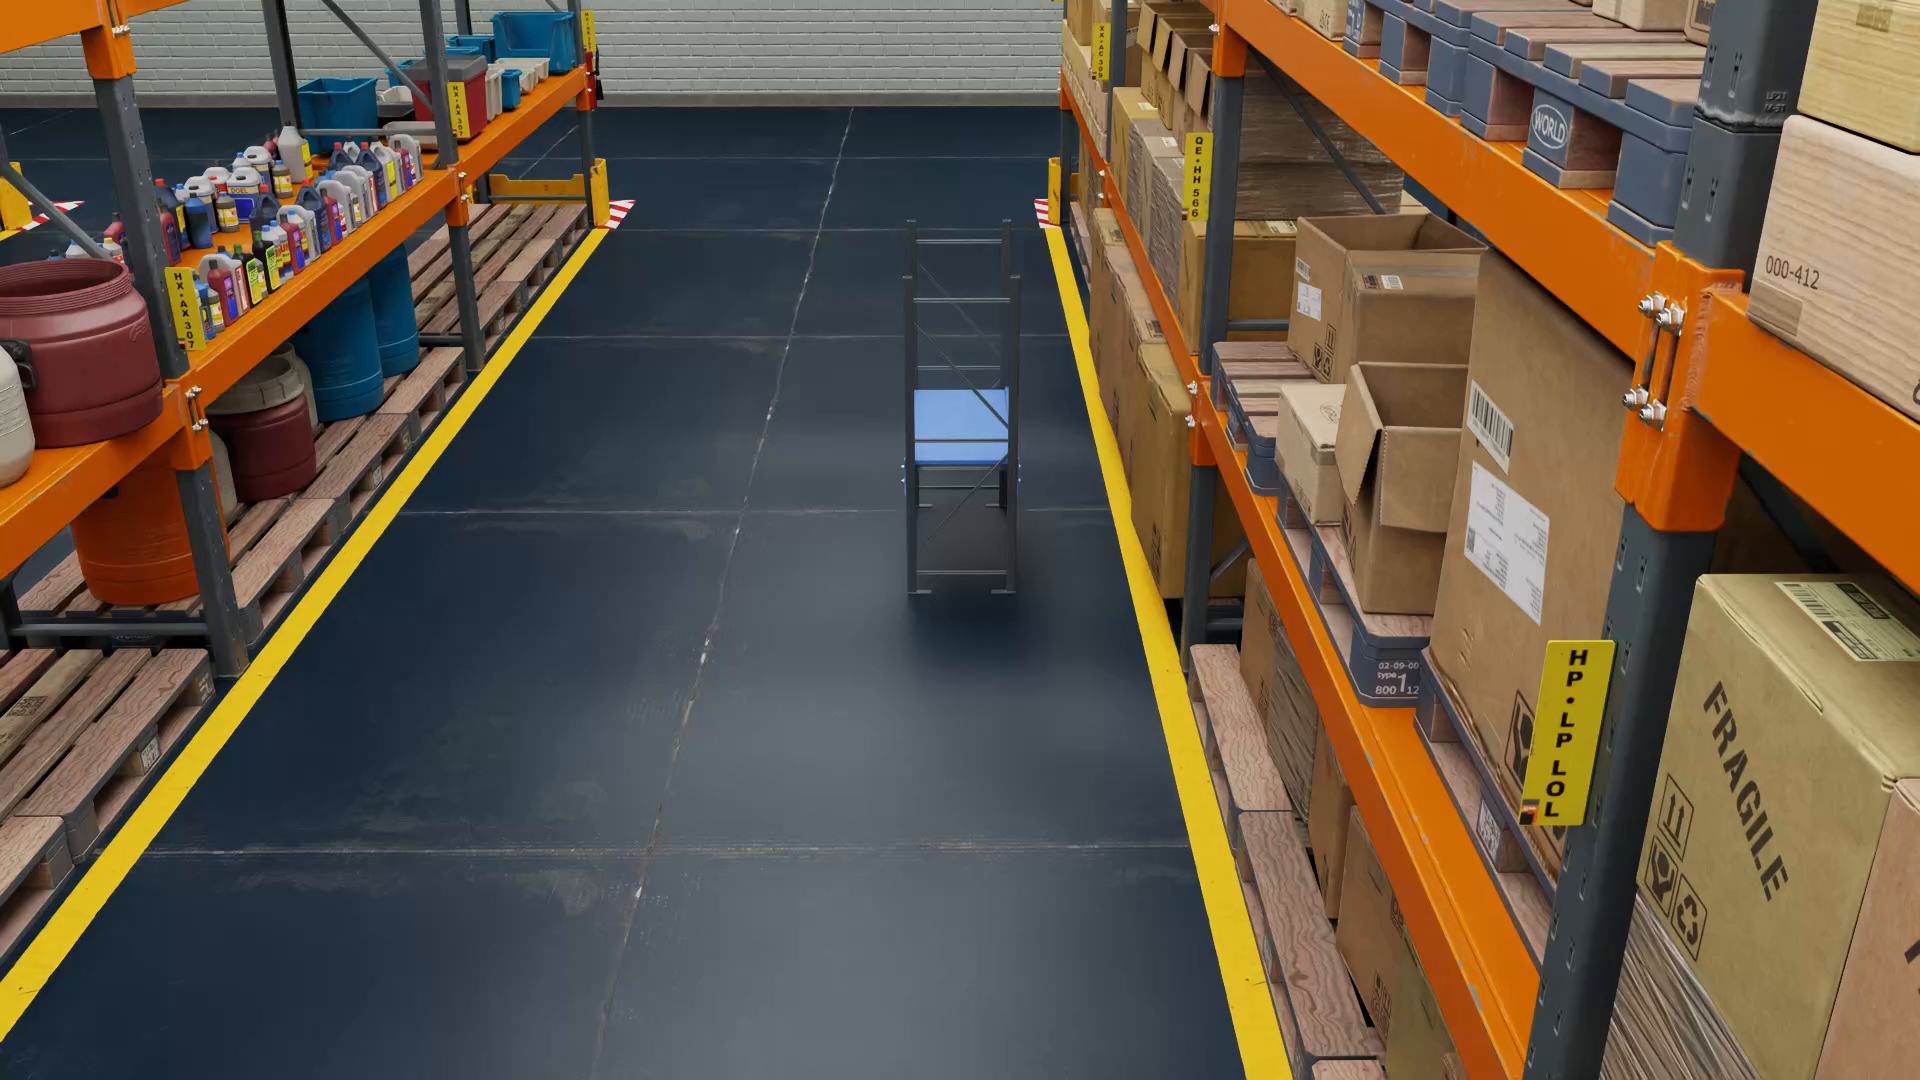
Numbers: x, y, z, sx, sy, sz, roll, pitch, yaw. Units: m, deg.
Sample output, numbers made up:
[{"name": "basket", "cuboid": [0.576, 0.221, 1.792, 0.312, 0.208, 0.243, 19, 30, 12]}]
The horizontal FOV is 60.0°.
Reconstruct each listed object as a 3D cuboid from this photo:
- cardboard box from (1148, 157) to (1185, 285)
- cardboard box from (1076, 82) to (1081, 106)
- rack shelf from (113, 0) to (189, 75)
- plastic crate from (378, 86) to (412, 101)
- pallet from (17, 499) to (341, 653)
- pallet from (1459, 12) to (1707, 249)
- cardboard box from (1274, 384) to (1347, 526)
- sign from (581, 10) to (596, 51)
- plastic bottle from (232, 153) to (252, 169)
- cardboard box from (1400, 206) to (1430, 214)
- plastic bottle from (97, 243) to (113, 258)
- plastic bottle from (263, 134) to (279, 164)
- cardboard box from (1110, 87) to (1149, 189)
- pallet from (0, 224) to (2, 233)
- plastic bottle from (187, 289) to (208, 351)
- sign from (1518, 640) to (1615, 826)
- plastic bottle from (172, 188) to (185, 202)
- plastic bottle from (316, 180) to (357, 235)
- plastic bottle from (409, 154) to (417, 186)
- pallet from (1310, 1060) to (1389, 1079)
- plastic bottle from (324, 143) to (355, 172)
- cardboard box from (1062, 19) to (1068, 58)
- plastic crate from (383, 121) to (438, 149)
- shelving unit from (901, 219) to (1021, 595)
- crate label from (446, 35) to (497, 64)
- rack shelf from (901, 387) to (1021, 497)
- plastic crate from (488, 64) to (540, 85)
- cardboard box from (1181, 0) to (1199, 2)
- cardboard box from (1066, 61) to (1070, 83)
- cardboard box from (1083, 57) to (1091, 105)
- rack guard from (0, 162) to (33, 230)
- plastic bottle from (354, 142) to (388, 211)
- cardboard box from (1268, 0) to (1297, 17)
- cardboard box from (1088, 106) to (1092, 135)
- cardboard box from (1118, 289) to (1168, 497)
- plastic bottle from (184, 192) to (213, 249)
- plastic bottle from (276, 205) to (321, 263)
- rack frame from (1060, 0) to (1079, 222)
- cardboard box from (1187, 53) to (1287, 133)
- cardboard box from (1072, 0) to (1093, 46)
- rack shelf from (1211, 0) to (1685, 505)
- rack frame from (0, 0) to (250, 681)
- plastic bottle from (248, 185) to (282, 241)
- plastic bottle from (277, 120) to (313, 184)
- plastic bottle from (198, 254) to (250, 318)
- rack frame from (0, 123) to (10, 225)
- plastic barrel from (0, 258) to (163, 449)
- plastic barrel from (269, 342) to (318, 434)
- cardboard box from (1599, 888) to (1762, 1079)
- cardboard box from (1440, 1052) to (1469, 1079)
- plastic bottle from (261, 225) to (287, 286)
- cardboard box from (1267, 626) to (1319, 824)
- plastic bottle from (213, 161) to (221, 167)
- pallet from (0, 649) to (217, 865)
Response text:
[{"name": "cardboard box", "cuboid": [1.176, -1.493, 7.790, 0.500, 0.500, 0.500, -1, 24, -2]}, {"name": "cardboard box", "cuboid": [1.042, -3.226, 12.048, 0.380, 0.149, 0.250, -1, 24, -2]}, {"name": "rack shelf", "cuboid": [-3.537, -2.667, 7.739, 1.077, 0.370, 4.000, 0, 24, -1]}, {"name": "plastic crate", "cuboid": [-3.878, -3.075, 11.657, 0.293, 0.136, 0.466, 0, 24, -1]}, {"name": "pallet", "cuboid": [-3.565, 0.142, 7.679, 1.003, 0.211, 1.213, 0, 24, -1]}, {"name": "pallet", "cuboid": [1.581, -0.714, 2.776, 1.213, 0.211, 1.003, 0, 24, -1]}, {"name": "cardboard box", "cuboid": [1.226, -0.257, 4.851, 0.500, 0.250, 0.500, -1, 24, -2]}, {"name": "sign", "cuboid": [-3.052, -4.184, 13.662, 0.100, 0.325, 0.005, 0, 24, -1]}, {"name": "plastic bottle", "cuboid": [-3.957, -2.002, 9.193, 0.097, 0.271, 0.097, 0, 24, 0]}, {"name": "cardboard box", "cuboid": [1.704, -1.073, 6.861, 0.500, 0.500, 0.500, 0, 24, 1]}, {"name": "plastic bottle", "cuboid": [-3.938, -1.261, 7.640, 0.097, 0.201, 0.097, 0, 24, 0]}, {"name": "plastic bottle", "cuboid": [-3.980, -2.191, 9.595, 0.061, 0.283, 0.133, 0, 24, -1]}, {"name": "cardboard box", "cuboid": [1.149, -2.329, 9.638, 0.500, 0.500, 0.500, 0, 24, 0]}, {"name": "pallet", "cuboid": [-8.545, -2.449, 13.409, 1.003, 0.211, 1.213, 0, 24, -1]}, {"name": "plastic bottle", "cuboid": [-3.197, -0.927, 6.810, 0.152, 0.276, 0.135, 0, 24, -1]}, {"name": "sign", "cuboid": [0.926, 0.299, 2.544, 0.100, 0.325, 0.005, 0, 24, -1]}, {"name": "plastic bottle", "cuboid": [-3.947, -1.636, 8.383, 0.097, 0.271, 0.097, 0, 24, 0]}, {"name": "plastic bottle", "cuboid": [-3.218, -1.725, 8.575, 0.152, 0.276, 0.135, 0, 24, -1]}, {"name": "plastic bottle", "cuboid": [-3.203, -2.153, 9.611, 0.097, 0.201, 0.097, 0, 24, 0]}, {"name": "pallet", "cuboid": [1.471, 1.772, 4.076, 1.003, 0.211, 1.213, 0, 24, -1]}, {"name": "plastic bottle", "cuboid": [-3.364, -1.975, 9.037, 0.144, 0.351, 0.185, 0, 24, -1]}, {"name": "cardboard box", "cuboid": [1.086, -3.991, 13.254, 0.500, 0.250, 0.500, -1, 24, -2]}, {"name": "plastic crate", "cuboid": [-3.421, -2.551, 10.499, 0.396, 0.136, 0.243, 0, 24, -1]}, {"name": "shelving unit", "cuboid": [0.001, -0.648, 7.863, 0.538, 1.500, 1.048, 0, 24, -1]}, {"name": "crate label", "cuboid": [-3.929, -3.948, 13.470, 0.416, 0.233, 0.303, 0, 24, -1]}, {"name": "rack shelf", "cuboid": [0.001, -0.484, 7.937, 0.538, 0.185, 1.000, 0, 24, -1]}, {"name": "plastic crate", "cuboid": [-3.424, -3.553, 12.712, 0.396, 0.136, 0.243, 0, 24, -1]}, {"name": "cardboard box", "cuboid": [1.644, -3.082, 10.334, 0.500, 0.500, 0.500, 0, 24, -1]}, {"name": "cardboard box", "cuboid": [1.032, -3.649, 12.983, 0.380, 0.149, 0.250, -1, 24, -2]}, {"name": "cardboard box", "cuboid": [1.113, -3.146, 11.386, 0.500, 0.250, 0.500, 0, 24, 1]}, {"name": "rack guard", "cuboid": [-8.555, -2.909, 14.076, 1.175, 0.500, 0.348, 0, 24, -1]}, {"name": "plastic bottle", "cuboid": [-3.219, -1.976, 9.039, 0.144, 0.351, 0.185, 0, 24, -1]}, {"name": "cardboard box", "cuboid": [1.193, -1.718, 4.950, 0.500, 0.250, 0.500, 0, 24, 1]}, {"name": "cardboard box", "cuboid": [1.055, -2.802, 11.109, 0.380, 0.149, 0.250, 0, 24, 0]}, {"name": "cardboard box", "cuboid": [1.449, -0.701, 8.229, 1.225, 0.875, 0.875, 0, 24, 0]}, {"name": "plastic bottle", "cuboid": [-3.802, -1.596, 8.295, 0.097, 0.271, 0.097, 0, 24, 0]}, {"name": "plastic bottle", "cuboid": [-3.212, -1.498, 8.073, 0.152, 0.276, 0.135, 0, 24, -1]}, {"name": "rack frame", "cuboid": [1.350, -4.122, 13.725, 1.000, 3.000, 0.127, 0, 24, -1]}, {"name": "cardboard box", "cuboid": [1.441, -1.898, 7.469, 0.797, 0.503, 0.637, 0, 24, 1]}, {"name": "cardboard box", "cuboid": [1.103, -3.913, 12.172, 0.500, 0.500, 0.500, -1, 24, -2]}, {"name": "rack shelf", "cuboid": [1.459, -1.041, 4.144, 1.077, 0.370, 4.000, 0, 24, -1]}, {"name": "rack frame", "cuboid": [-3.515, -0.804, 6.387, 1.000, 3.000, 0.127, 0, 24, -1]}, {"name": "plastic bottle", "cuboid": [-3.360, -1.542, 8.079, 0.144, 0.351, 0.185, 0, 24, -1]}, {"name": "plastic bottle", "cuboid": [-3.879, -2.266, 9.681, 0.144, 0.351, 0.185, 0, 24, -1]}, {"name": "plastic bottle", "cuboid": [-3.202, -1.118, 7.231, 0.152, 0.276, 0.135, 0, 24, -1]}, {"name": "rack frame", "cuboid": [-8.555, -4.079, 13.630, 1.000, 3.000, 0.127, 0, 24, -1]}, {"name": "plastic barrel", "cuboid": [-3.207, -0.676, 5.939, 0.600, 0.536, 0.708, 0, 24, -1]}, {"name": "plastic barrel", "cuboid": [-3.645, -0.761, 8.801, 0.421, 0.512, 0.421, 0, 24, 0]}, {"name": "cardboard box", "cuboid": [1.424, 0.827, 2.299, 0.875, 0.500, 0.500, 0, 24, -1]}, {"name": "cardboard box", "cuboid": [1.496, 1.508, 3.776, 0.700, 0.500, 0.500, -2, 24, -5]}, {"name": "plastic bottle", "cuboid": [-3.179, -1.313, 7.670, 0.097, 0.271, 0.097, 0, 24, 0]}, {"name": "cardboard box", "cuboid": [1.484, 0.617, 5.745, 0.700, 0.500, 0.500, -2, 24, -5]}, {"name": "plastic bottle", "cuboid": [-3.972, -1.880, 8.908, 0.061, 0.283, 0.133, 0, 24, -1]}, {"name": "pallet", "cuboid": [-3.545, 0.786, 6.255, 1.003, 0.211, 1.213, 0, 24, -1]}]
